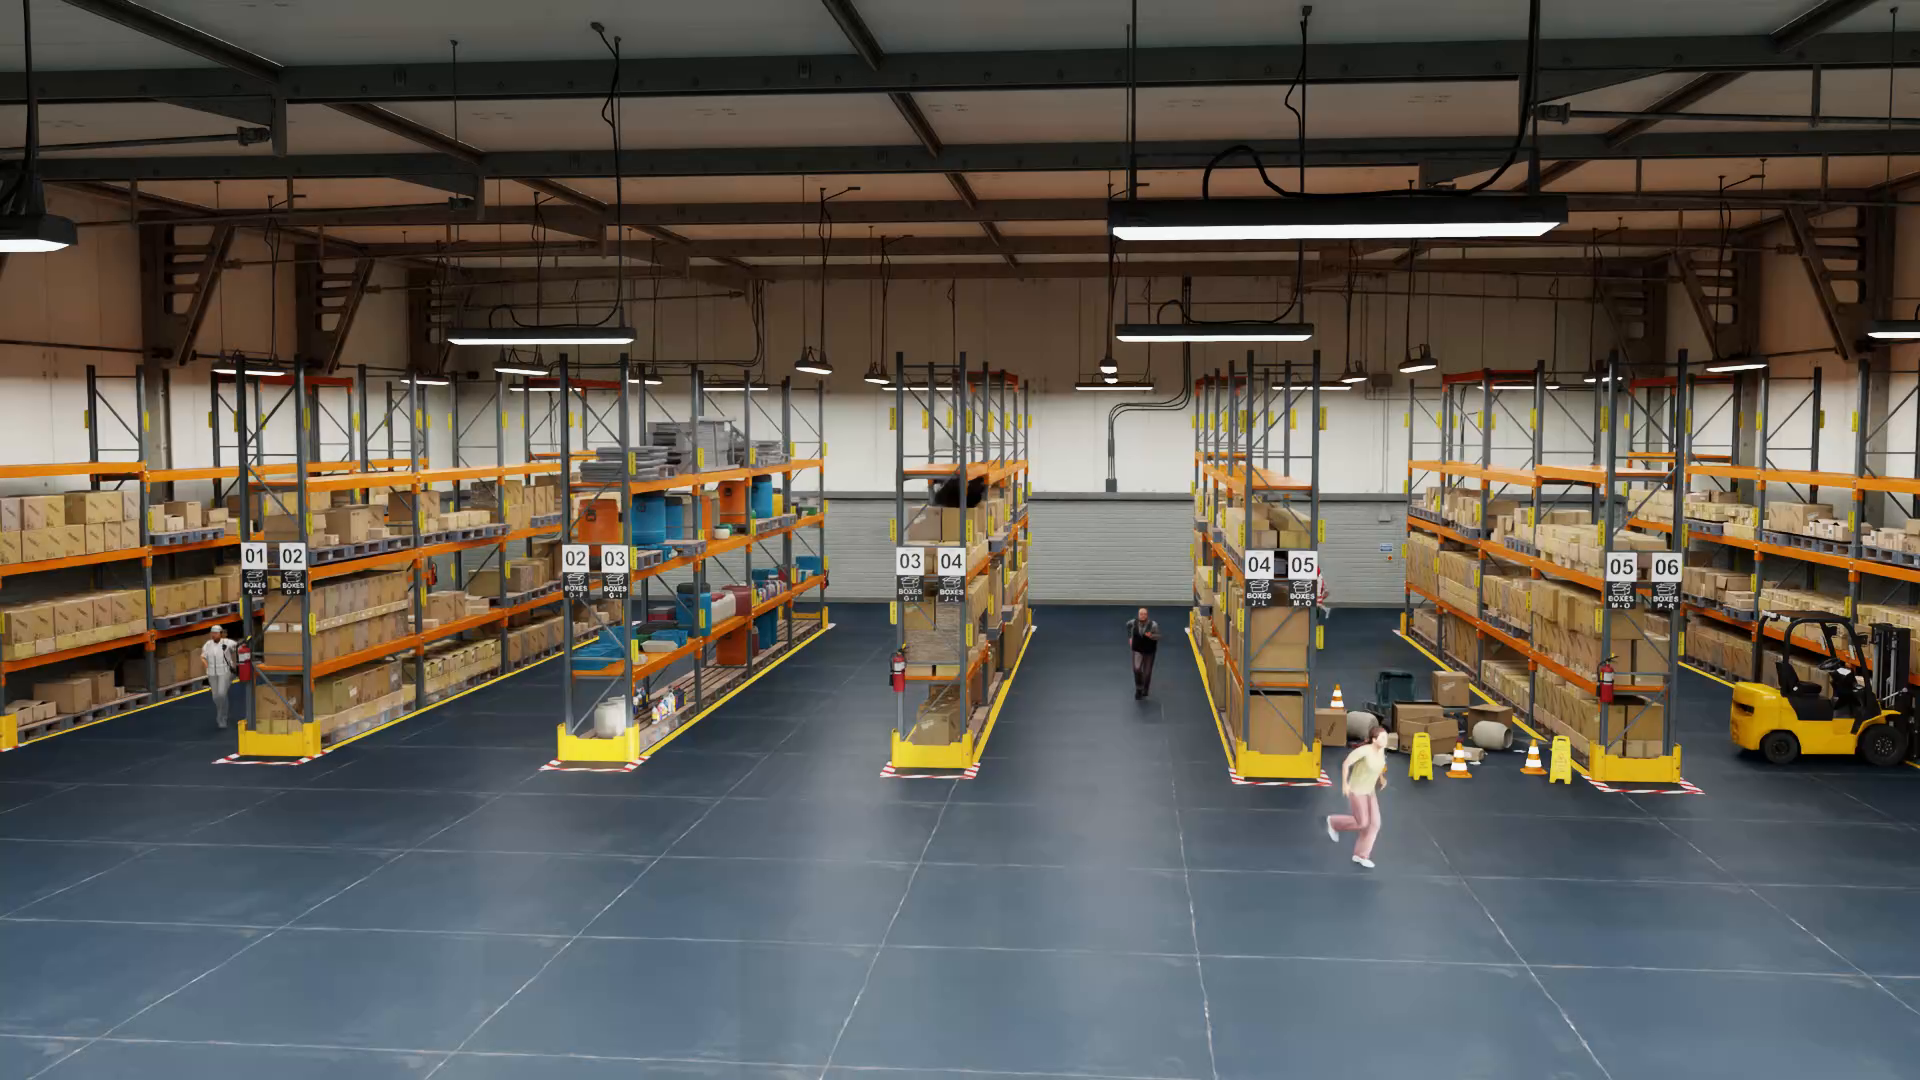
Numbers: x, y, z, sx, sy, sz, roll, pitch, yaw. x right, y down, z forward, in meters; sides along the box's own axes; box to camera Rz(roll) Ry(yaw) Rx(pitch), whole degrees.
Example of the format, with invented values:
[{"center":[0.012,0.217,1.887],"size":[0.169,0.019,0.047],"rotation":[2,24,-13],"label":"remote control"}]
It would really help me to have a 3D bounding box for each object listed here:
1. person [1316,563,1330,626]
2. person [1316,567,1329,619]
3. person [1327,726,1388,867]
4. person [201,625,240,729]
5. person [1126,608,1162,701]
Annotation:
[{"center":[8.702,1.323,40.553],"size":[0.649,1.647,0.652],"rotation":[1,4,14],"label":"person"},{"center":[8.022,1.465,37.581],"size":[0.661,1.727,0.604],"rotation":[-1,4,-15],"label":"person"},{"center":[4.535,2.881,18.953],"size":[0.576,1.612,0.779],"rotation":[-4,6,-43],"label":"person"},{"center":[-12.192,2.246,27.393],"size":[0.556,1.715,0.760],"rotation":[0,4,-1],"label":"person"},{"center":[3.288,2.037,29.822],"size":[0.645,1.672,0.913],"rotation":[1,4,7],"label":"person"}]
